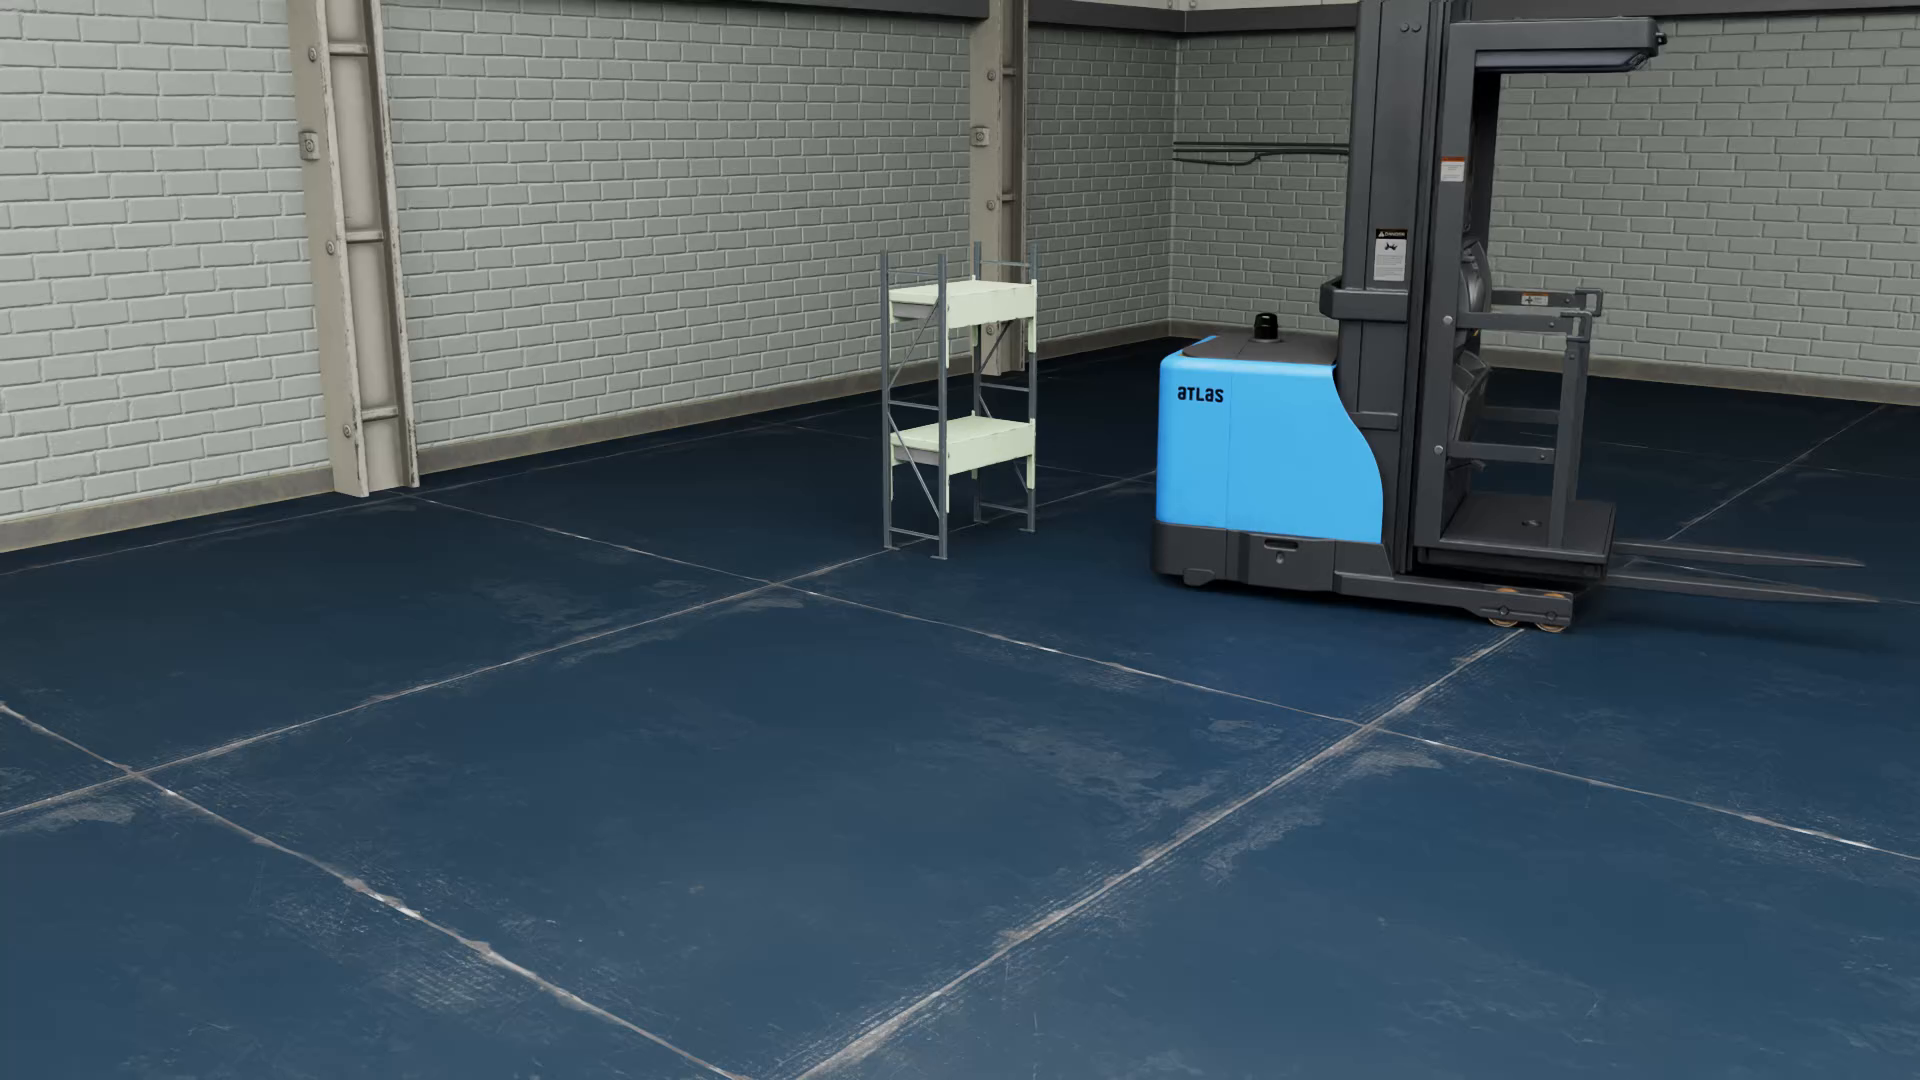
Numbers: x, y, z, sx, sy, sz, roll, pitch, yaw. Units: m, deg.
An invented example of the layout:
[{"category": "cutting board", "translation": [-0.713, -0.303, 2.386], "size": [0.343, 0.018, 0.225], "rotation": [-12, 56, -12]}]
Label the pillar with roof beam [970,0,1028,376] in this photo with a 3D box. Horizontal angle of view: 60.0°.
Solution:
[{"category": "pillar with roof beam", "translation": [3.670, -5.151, 10.622], "size": [9.100, 9.000, 0.400], "rotation": [11, 18, 38]}]

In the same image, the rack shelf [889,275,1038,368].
[{"category": "rack shelf", "translation": [0.004, -1.106, 8.347], "size": [0.431, 0.370, 0.720], "rotation": [11, 18, 38]}]

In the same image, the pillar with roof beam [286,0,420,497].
[{"category": "pillar with roof beam", "translation": [-0.101, -4.002, 6.099], "size": [9.100, 9.000, 0.400], "rotation": [11, 18, 38]}]

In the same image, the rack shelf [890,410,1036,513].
[{"category": "rack shelf", "translation": [0.004, -0.412, 8.524], "size": [0.431, 0.370, 0.720], "rotation": [11, 18, 38]}]

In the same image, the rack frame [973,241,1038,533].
[{"category": "rack frame", "translation": [0.234, -0.798, 8.719], "size": [0.400, 1.500, 0.023], "rotation": [11, 18, 38]}]

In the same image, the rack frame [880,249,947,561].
[{"category": "rack frame", "translation": [-0.226, -0.658, 8.167], "size": [0.400, 1.500, 0.023], "rotation": [11, 18, 38]}]

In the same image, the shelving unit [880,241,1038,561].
[{"category": "shelving unit", "translation": [0.004, -0.728, 8.443], "size": [0.431, 1.500, 0.755], "rotation": [11, 18, 38]}]

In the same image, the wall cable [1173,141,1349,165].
[{"category": "wall cable", "translation": [3.202, -4.672, 15.042], "size": [3.097, 2.526, 0.112], "rotation": [11, 18, 38]}]

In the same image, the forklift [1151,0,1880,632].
[{"category": "forklift", "translation": [2.463, -1.176, 7.299], "size": [3.031, 2.935, 1.130], "rotation": [6, 15, 22]}]
